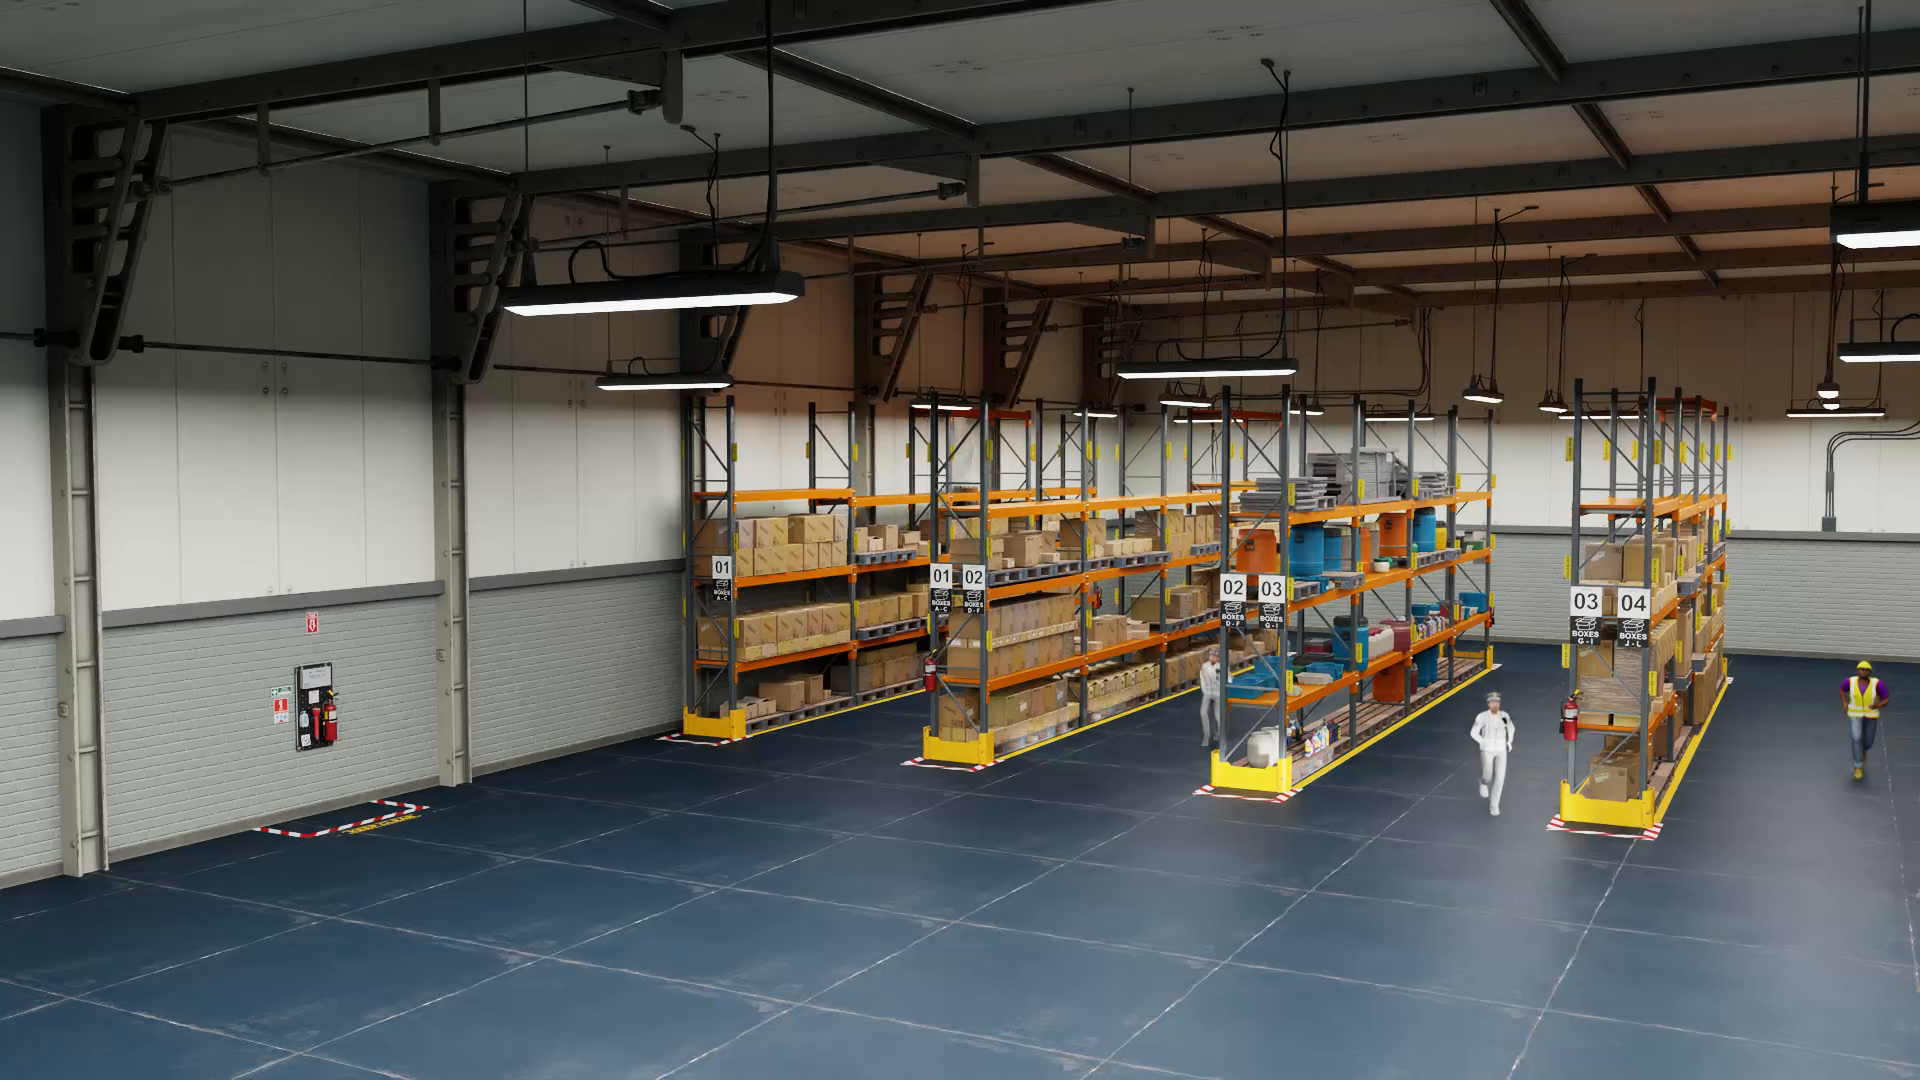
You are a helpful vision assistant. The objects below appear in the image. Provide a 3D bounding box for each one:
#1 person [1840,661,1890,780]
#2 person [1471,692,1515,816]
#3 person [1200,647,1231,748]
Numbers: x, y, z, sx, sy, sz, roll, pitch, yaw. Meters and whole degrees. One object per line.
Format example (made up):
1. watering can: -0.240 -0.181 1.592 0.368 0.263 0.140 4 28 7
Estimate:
1. person: 14.078 2.765 25.866 0.663 1.780 1.142 1 3 22
2. person: 7.461 2.960 23.265 0.627 1.701 0.789 0 3 5
3. person: 4.352 2.675 28.388 0.594 1.721 0.761 1 3 22
